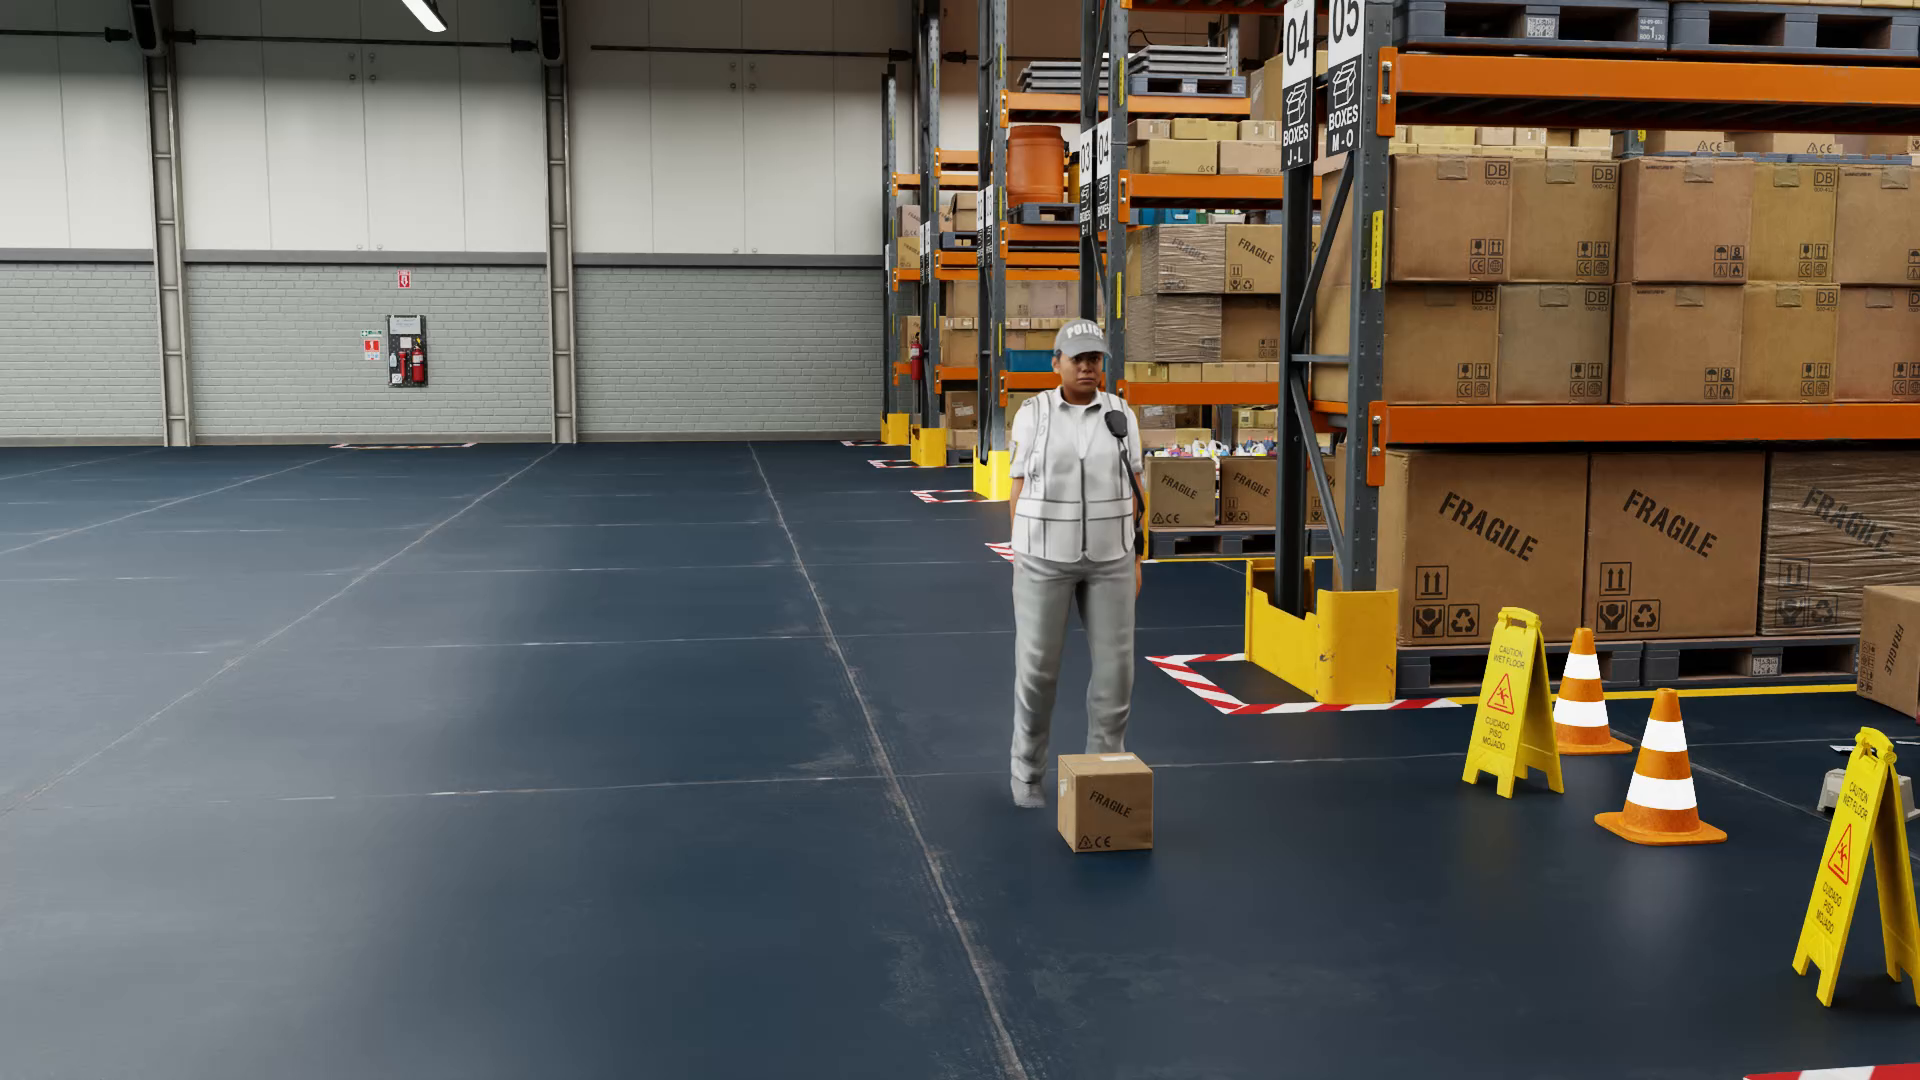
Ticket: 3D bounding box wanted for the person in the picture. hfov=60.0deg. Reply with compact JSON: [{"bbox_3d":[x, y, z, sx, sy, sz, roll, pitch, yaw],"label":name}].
[{"bbox_3d":[0.405,0.108,5.660,0.467,1.706,0.388,-1,7,-7],"label":"person"}]
